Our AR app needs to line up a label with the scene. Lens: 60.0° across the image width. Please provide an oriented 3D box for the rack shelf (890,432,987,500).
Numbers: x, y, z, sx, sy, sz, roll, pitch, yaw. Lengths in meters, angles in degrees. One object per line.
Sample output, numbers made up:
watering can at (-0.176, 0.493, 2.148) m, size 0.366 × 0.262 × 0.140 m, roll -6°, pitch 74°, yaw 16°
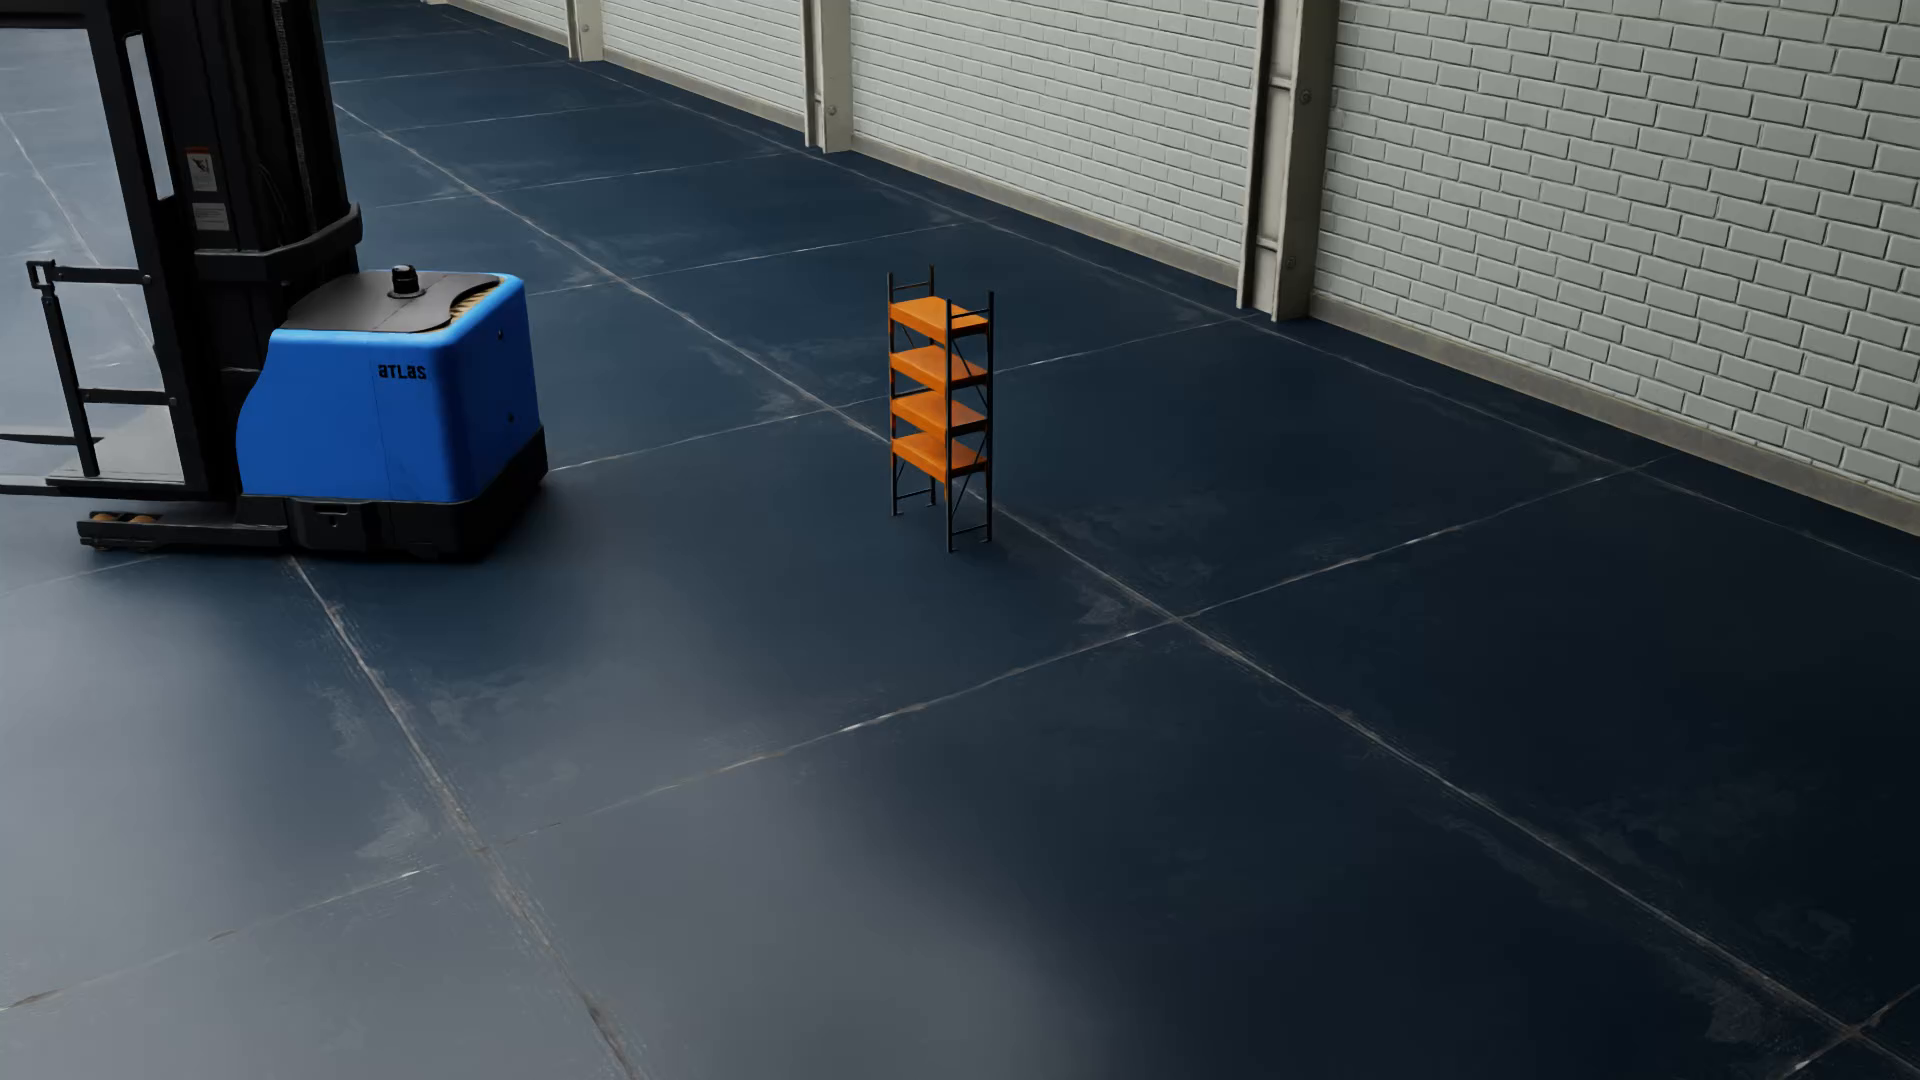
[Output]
rack shelf at (-0.090, -0.361, 7.733) m, size 0.258 × 0.148 × 0.480 m, roll -16°, pitch 29°, yaw -30°

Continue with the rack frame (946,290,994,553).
rack frame at (0.043, -0.515, 7.434) m, size 0.240 × 1.200 × 0.015 m, roll -16°, pitch 29°, yaw -30°

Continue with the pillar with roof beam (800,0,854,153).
pillar with roof beam at (-4.820, -6.724, 11.452) m, size 9.100 × 9.000 × 0.400 m, roll -16°, pitch 29°, yaw -30°

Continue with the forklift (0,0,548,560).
forklift at (-3.610, -1.490, 7.473) m, size 3.031 × 2.935 × 1.130 m, roll 3°, pitch 25°, yaw 6°

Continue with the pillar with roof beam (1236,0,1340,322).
pillar with roof beam at (-1.545, -4.578, 6.906) m, size 9.100 × 9.000 × 0.400 m, roll -16°, pitch 29°, yaw -30°

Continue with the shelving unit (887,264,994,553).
shelving unit at (-0.090, -0.602, 7.619) m, size 0.258 × 1.200 × 0.503 m, roll -16°, pitch 29°, yaw -30°

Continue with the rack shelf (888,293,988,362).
rack shelf at (-0.090, -0.957, 7.452) m, size 0.258 × 0.148 × 0.480 m, roll -16°, pitch 29°, yaw -30°

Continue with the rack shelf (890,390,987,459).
rack shelf at (-0.090, -0.541, 7.648) m, size 0.258 × 0.148 × 0.480 m, roll -16°, pitch 29°, yaw -30°

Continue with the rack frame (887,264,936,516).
rack frame at (-0.224, -0.689, 7.804) m, size 0.240 × 1.200 × 0.015 m, roll -16°, pitch 29°, yaw -30°

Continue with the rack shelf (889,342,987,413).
rack shelf at (-0.090, -0.743, 7.552) m, size 0.258 × 0.148 × 0.480 m, roll -16°, pitch 29°, yaw -30°

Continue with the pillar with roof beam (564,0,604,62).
pillar with roof beam at (-8.095, -8.870, 15.998) m, size 9.100 × 9.000 × 0.400 m, roll -16°, pitch 29°, yaw -30°

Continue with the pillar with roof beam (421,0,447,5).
pillar with roof beam at (-11.371, -11.016, 20.544) m, size 9.100 × 9.000 × 0.400 m, roll -16°, pitch 29°, yaw -30°
